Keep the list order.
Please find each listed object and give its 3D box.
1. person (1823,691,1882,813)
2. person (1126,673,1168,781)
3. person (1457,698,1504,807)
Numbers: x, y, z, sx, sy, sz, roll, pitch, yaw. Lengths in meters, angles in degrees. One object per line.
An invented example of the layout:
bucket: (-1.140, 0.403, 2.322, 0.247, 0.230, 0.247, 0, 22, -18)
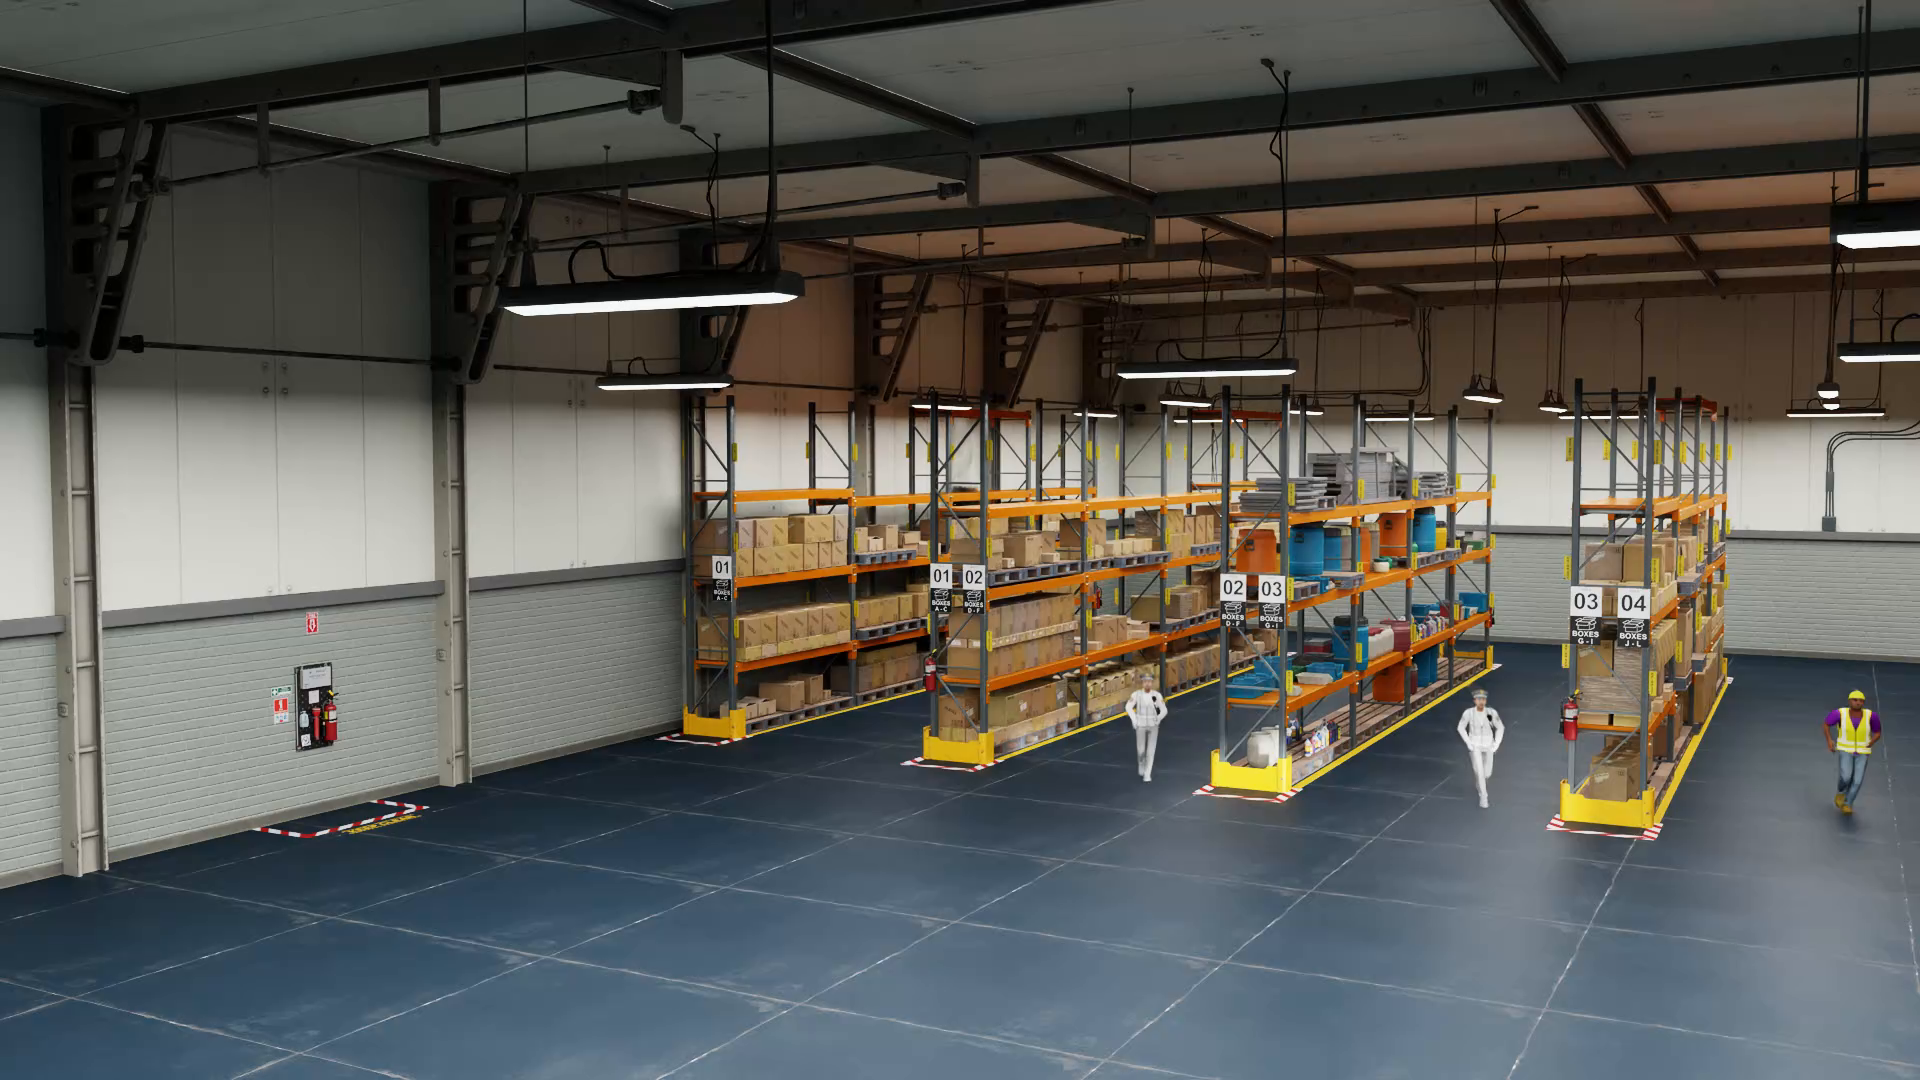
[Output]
person: (12.325, 2.929, 22.936, 0.702, 1.718, 0.584, 1, 3, 18)
person: (2.848, 2.842, 25.346, 0.637, 1.657, 0.540, 0, 3, 4)
person: (7.442, 2.965, 23.789, 0.641, 1.618, 0.693, 0, 3, 9)
